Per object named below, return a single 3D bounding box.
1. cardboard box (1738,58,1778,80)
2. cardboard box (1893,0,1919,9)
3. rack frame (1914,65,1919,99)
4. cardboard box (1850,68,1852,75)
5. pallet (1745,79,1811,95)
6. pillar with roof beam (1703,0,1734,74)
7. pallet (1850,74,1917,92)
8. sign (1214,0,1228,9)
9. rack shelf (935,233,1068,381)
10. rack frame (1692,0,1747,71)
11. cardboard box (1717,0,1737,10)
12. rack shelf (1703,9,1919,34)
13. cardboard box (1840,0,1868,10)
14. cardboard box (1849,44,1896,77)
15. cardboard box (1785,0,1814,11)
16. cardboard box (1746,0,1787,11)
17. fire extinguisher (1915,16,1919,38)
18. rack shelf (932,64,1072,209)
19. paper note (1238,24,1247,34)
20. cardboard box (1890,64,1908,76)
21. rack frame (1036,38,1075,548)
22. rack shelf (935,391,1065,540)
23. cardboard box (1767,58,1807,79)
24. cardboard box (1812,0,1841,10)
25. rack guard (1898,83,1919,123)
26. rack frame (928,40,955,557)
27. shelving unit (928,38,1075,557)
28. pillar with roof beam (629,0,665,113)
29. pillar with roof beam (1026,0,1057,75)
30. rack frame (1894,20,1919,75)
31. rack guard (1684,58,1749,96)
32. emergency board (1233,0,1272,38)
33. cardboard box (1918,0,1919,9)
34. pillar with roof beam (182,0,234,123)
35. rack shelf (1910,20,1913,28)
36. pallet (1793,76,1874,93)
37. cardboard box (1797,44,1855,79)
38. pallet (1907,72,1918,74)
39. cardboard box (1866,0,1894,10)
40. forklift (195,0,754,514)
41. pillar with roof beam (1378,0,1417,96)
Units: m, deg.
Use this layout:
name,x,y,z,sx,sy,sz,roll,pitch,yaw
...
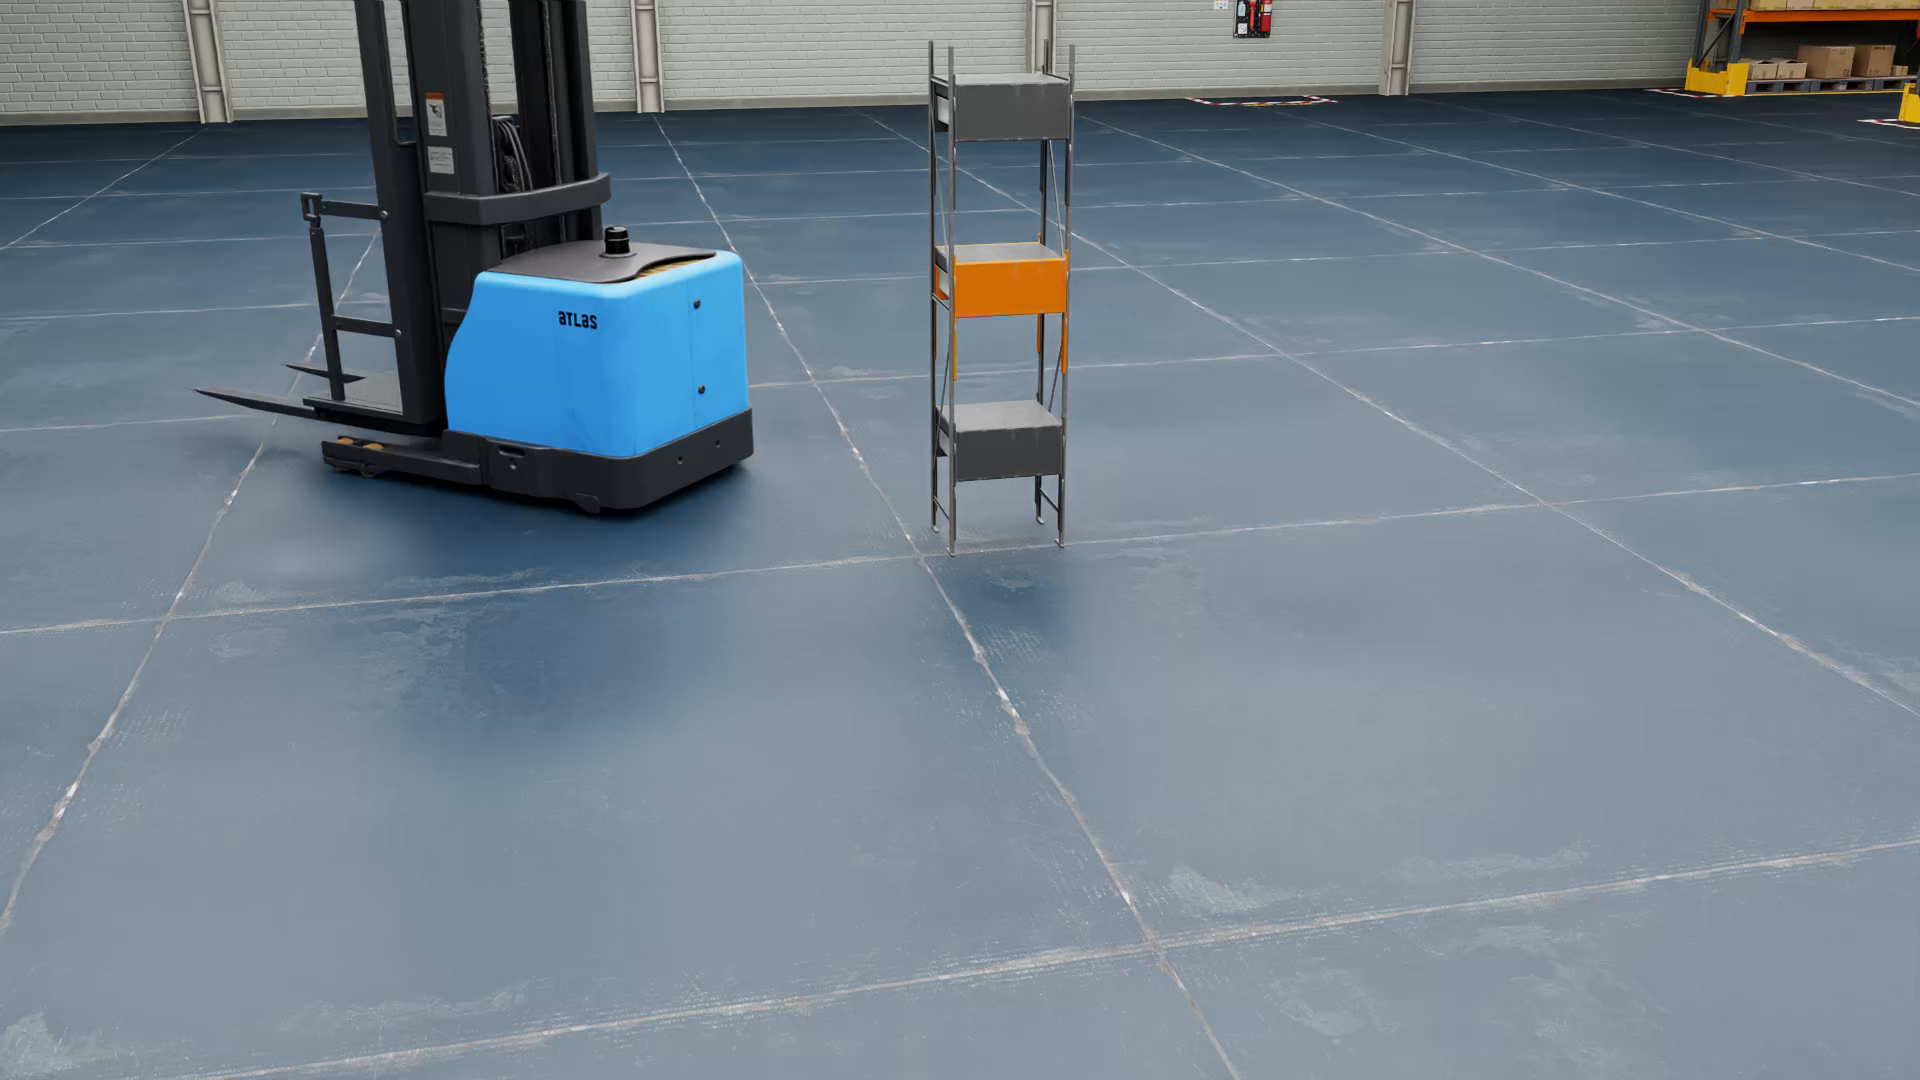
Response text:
name,x,y,z,sx,sy,sz,roll,pitch,yaw
cardboard box,13.143,-7.809,27.540,0.500,0.311,0.500,-7,21,-19
cardboard box,15.464,-8.920,27.493,0.500,0.250,0.500,-5,21,-12
rack frame,13.593,-7.182,22.560,0.127,3.000,1.000,-5,21,-12
cardboard box,14.781,-7.905,28.037,0.250,0.149,0.380,-6,21,-17
pallet,13.322,-7.589,27.725,1.213,0.211,1.003,-5,21,-12
pillar with roof beam,13.922,-10.561,23.062,0.400,9.000,9.100,-5,21,-12
pallet,15.696,-7.782,28.252,1.213,0.211,1.003,-5,21,-12
sign,4.117,-8.535,26.200,0.234,0.329,0.001,-5,21,-12
rack shelf,0.161,-0.986,6.994,0.480,0.518,0.431,-5,21,-12
rack frame,12.449,-8.840,27.086,0.127,3.000,1.000,-5,21,-12
cardboard box,12.859,-8.881,27.386,0.500,0.250,0.500,-4,21,-12
rack shelf,14.396,-8.660,27.642,4.000,0.370,1.077,-5,21,-12
cardboard box,14.489,-8.835,27.260,0.500,0.250,0.500,-4,21,-12
cardboard box,15.341,-8.094,28.043,0.500,0.500,0.500,-6,21,-17
cardboard box,13.499,-8.757,27.049,0.500,0.250,0.500,-5,21,-14
cardboard box,12.997,-8.711,26.923,0.500,0.250,0.500,-5,21,-14
fire extinguisher,13.371,-7.292,22.972,0.183,0.674,0.296,-5,21,-12
rack shelf,0.161,-1.644,6.753,0.480,0.518,0.431,-5,21,-12
paper note,4.491,-8.123,26.408,0.142,0.148,0.016,-5,21,-12
cardboard box,15.828,-7.980,28.219,0.250,0.166,0.380,-7,21,-20
rack frame,0.399,-1.018,7.042,0.015,2.100,0.400,-5,21,-12
rack shelf,0.161,-0.329,7.235,0.480,0.518,0.431,-5,21,-12
cardboard box,13.698,-7.854,27.663,0.500,0.311,0.500,-3,20,-8
cardboard box,13.996,-8.795,27.153,0.500,0.250,0.500,-5,21,-13
rack guard,13.569,-6.006,22.985,0.348,0.500,1.175,-5,21,-12
rack frame,-0.076,-0.980,6.936,0.015,2.100,0.400,-5,21,-12
shelving unit,0.161,-0.999,6.989,0.503,2.100,0.431,-5,21,-12
pillar with roof beam,-3.595,-9.136,19.172,0.400,9.000,9.100,-5,21,-12
pillar with roof beam,2.244,-9.611,20.469,0.400,9.000,9.100,-5,21,-12
rack frame,16.342,-9.156,27.950,0.127,3.000,1.000,-5,21,-12
rack guard,12.523,-7.672,27.532,0.348,0.500,1.175,-5,21,-12
emergency board,4.679,-8.527,26.232,0.643,1.169,0.194,-5,21,-12
cardboard box,15.951,-8.956,27.593,0.500,0.250,0.500,-5,21,-12
pillar with roof beam,-9.434,-8.661,17.876,0.400,9.000,9.100,-5,21,-12
rack shelf,18.288,-8.977,28.506,4.000,0.370,1.077,-5,21,-12
pallet,14.507,-7.684,27.985,1.213,0.211,1.003,-5,21,-12
cardboard box,14.423,-7.984,27.743,0.500,0.500,0.700,-6,21,-16
pallet,17.099,-7.909,28.599,1.213,0.211,1.003,-5,21,-12
cardboard box,14.978,-8.875,27.370,0.500,0.250,0.500,-5,21,-13
forklift,-2.577,-1.832,8.054,3.031,2.935,1.130,10,22,25
pillar with roof beam,8.083,-10.086,21.765,0.400,9.000,9.100,-5,21,-12
